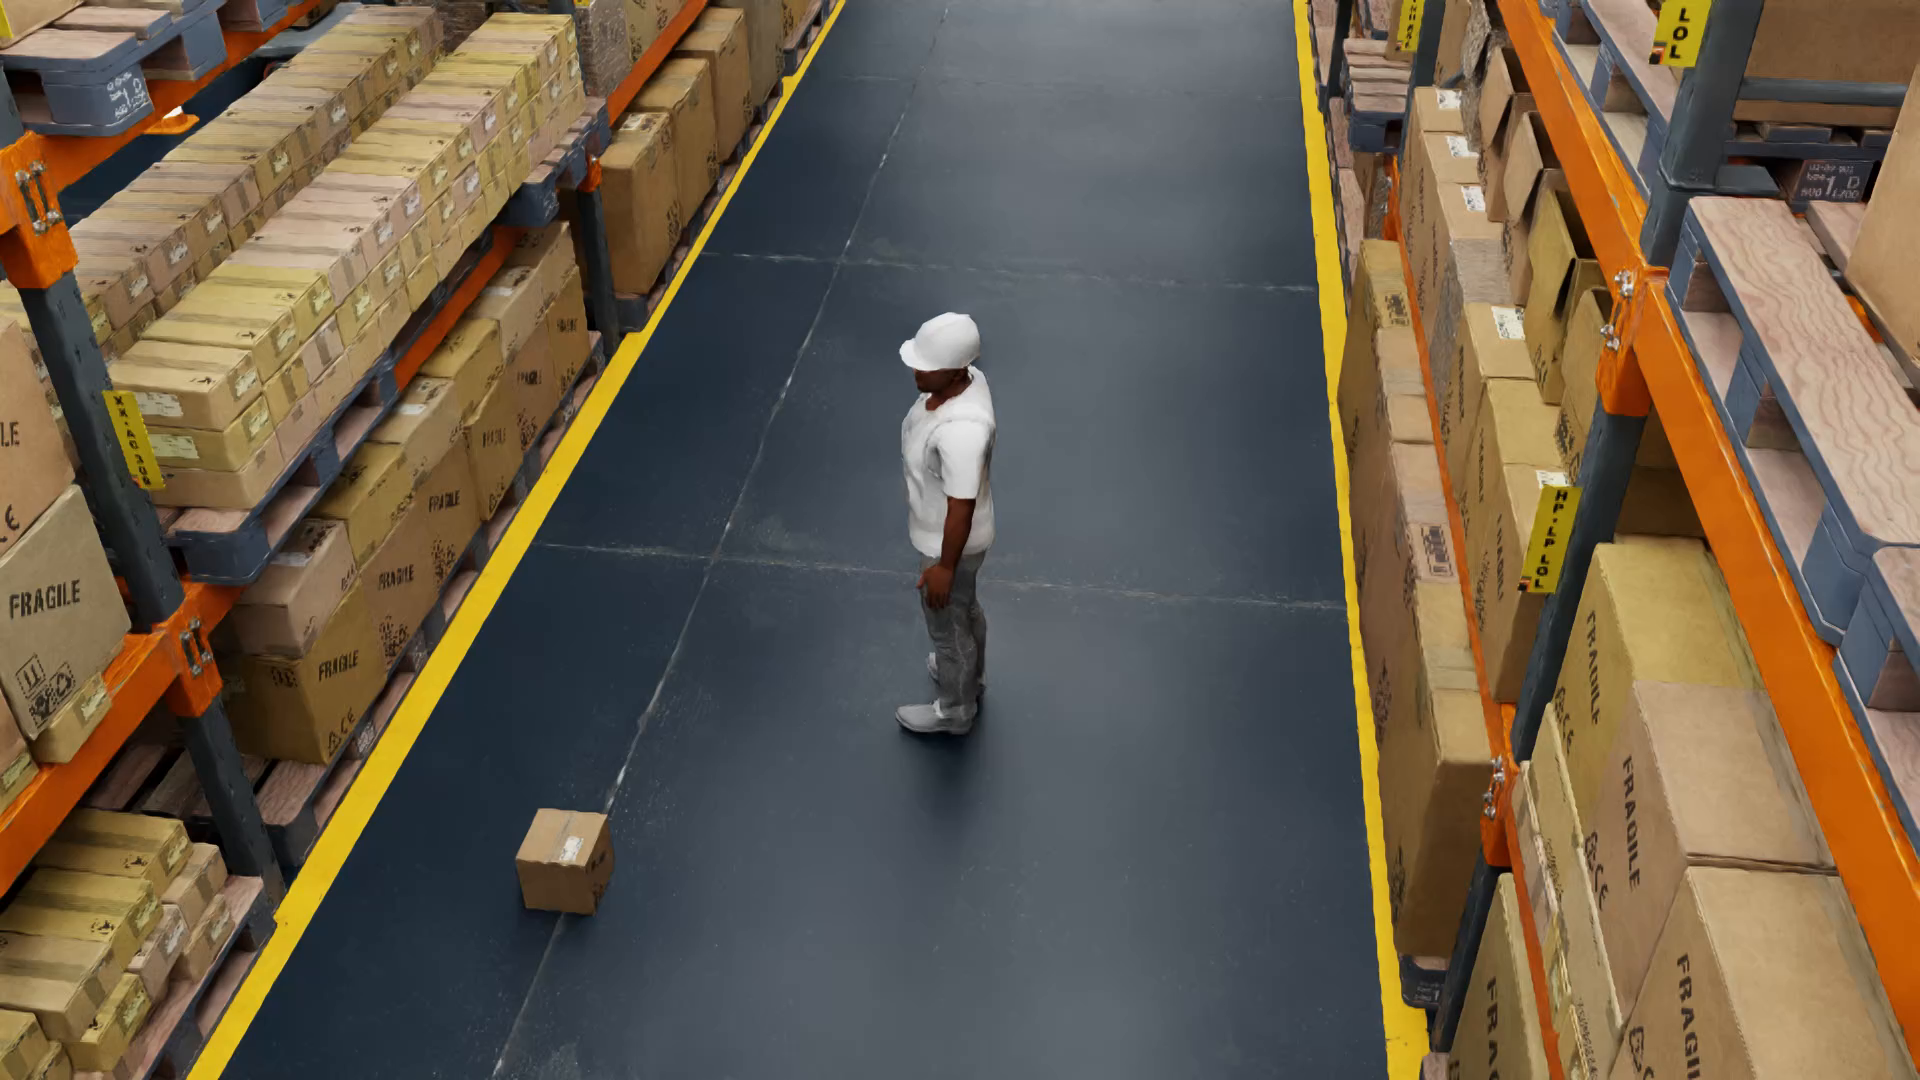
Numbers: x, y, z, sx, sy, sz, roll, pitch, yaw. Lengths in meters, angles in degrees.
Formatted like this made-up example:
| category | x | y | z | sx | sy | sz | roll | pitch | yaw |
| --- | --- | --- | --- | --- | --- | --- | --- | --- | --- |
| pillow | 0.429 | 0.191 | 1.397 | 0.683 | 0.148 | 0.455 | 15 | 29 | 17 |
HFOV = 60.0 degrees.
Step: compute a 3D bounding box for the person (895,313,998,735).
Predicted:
| category | x | y | z | sx | sy | sz | roll | pitch | yaw |
| --- | --- | --- | --- | --- | --- | --- | --- | --- | --- |
| person | -0.062 | -0.041 | 6.141 | 0.386 | 1.767 | 0.646 | 0 | 36 | 0 |
